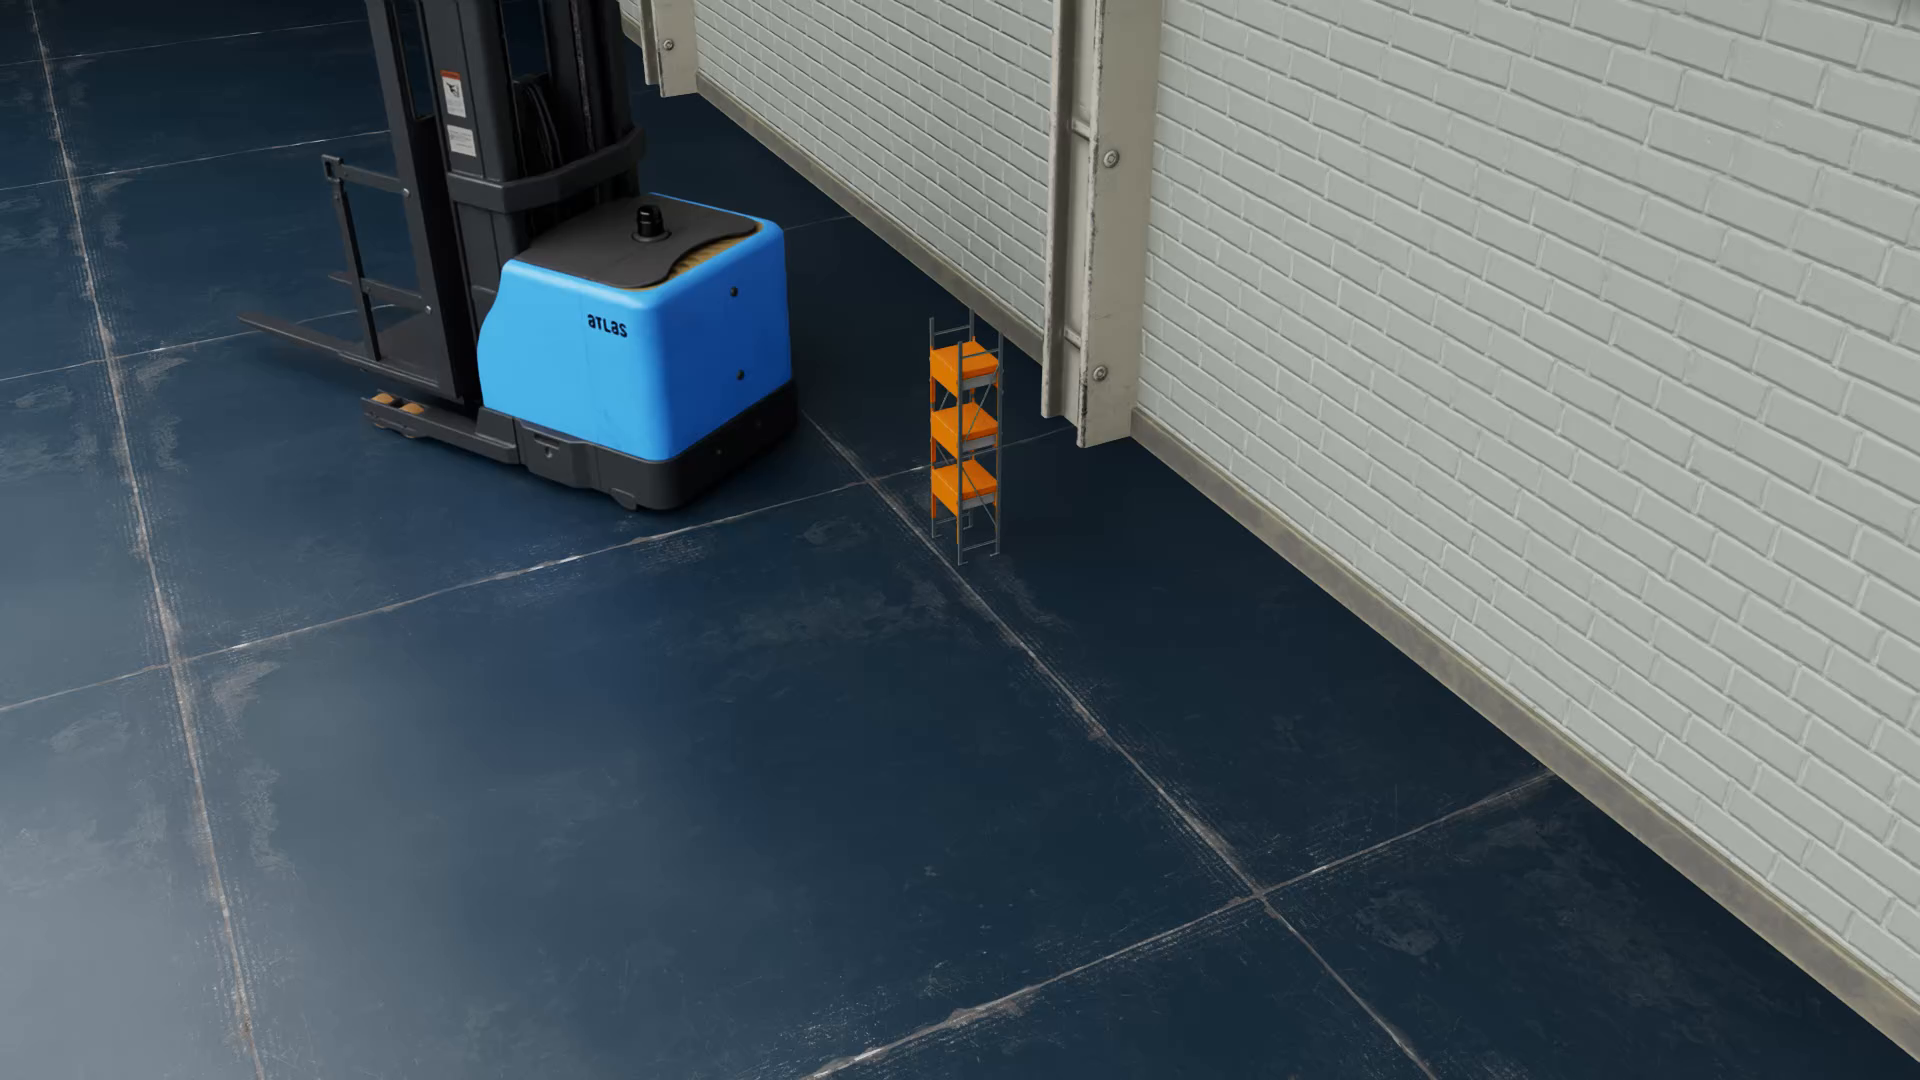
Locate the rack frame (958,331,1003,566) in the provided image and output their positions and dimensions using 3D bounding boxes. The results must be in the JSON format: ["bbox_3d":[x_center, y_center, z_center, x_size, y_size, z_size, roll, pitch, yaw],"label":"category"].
[{"bbox_3d":[0.082,-0.358,6.836,0.200,1.050,0.008,-16,36,-23],"label":"rack frame"}]

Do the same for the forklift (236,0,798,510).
[{"bbox_3d":[-2.308,-1.948,7.573,3.031,2.935,1.130,18,37,26],"label":"forklift"}]

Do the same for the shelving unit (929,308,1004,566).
[{"bbox_3d":[0.025,-0.417,6.927,0.215,1.050,0.252,-16,36,-23],"label":"shelving unit"}]

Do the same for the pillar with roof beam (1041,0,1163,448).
[{"bbox_3d":[-3.183,-3.275,4.021,9.100,9.000,0.400,-16,36,-23],"label":"pillar with roof beam"}]

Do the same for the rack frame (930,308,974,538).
[{"bbox_3d":[-0.032,-0.475,7.018,0.200,1.050,0.008,-16,36,-23],"label":"rack frame"}]

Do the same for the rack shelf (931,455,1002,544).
[{"bbox_3d":[0.025,-0.174,7.083,0.215,0.259,0.240,-16,36,-23],"label":"rack shelf"}]

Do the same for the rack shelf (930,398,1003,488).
[{"bbox_3d":[0.025,-0.408,6.933,0.215,0.259,0.240,-16,36,-23],"label":"rack shelf"}]

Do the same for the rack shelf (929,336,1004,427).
[{"bbox_3d":[0.025,-0.647,6.780,0.215,0.259,0.240,-16,36,-23],"label":"rack shelf"}]

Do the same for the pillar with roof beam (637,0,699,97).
[{"bbox_3d":[-5.981,-6.139,8.490,9.100,9.000,0.400,-16,36,-23],"label":"pillar with roof beam"}]
